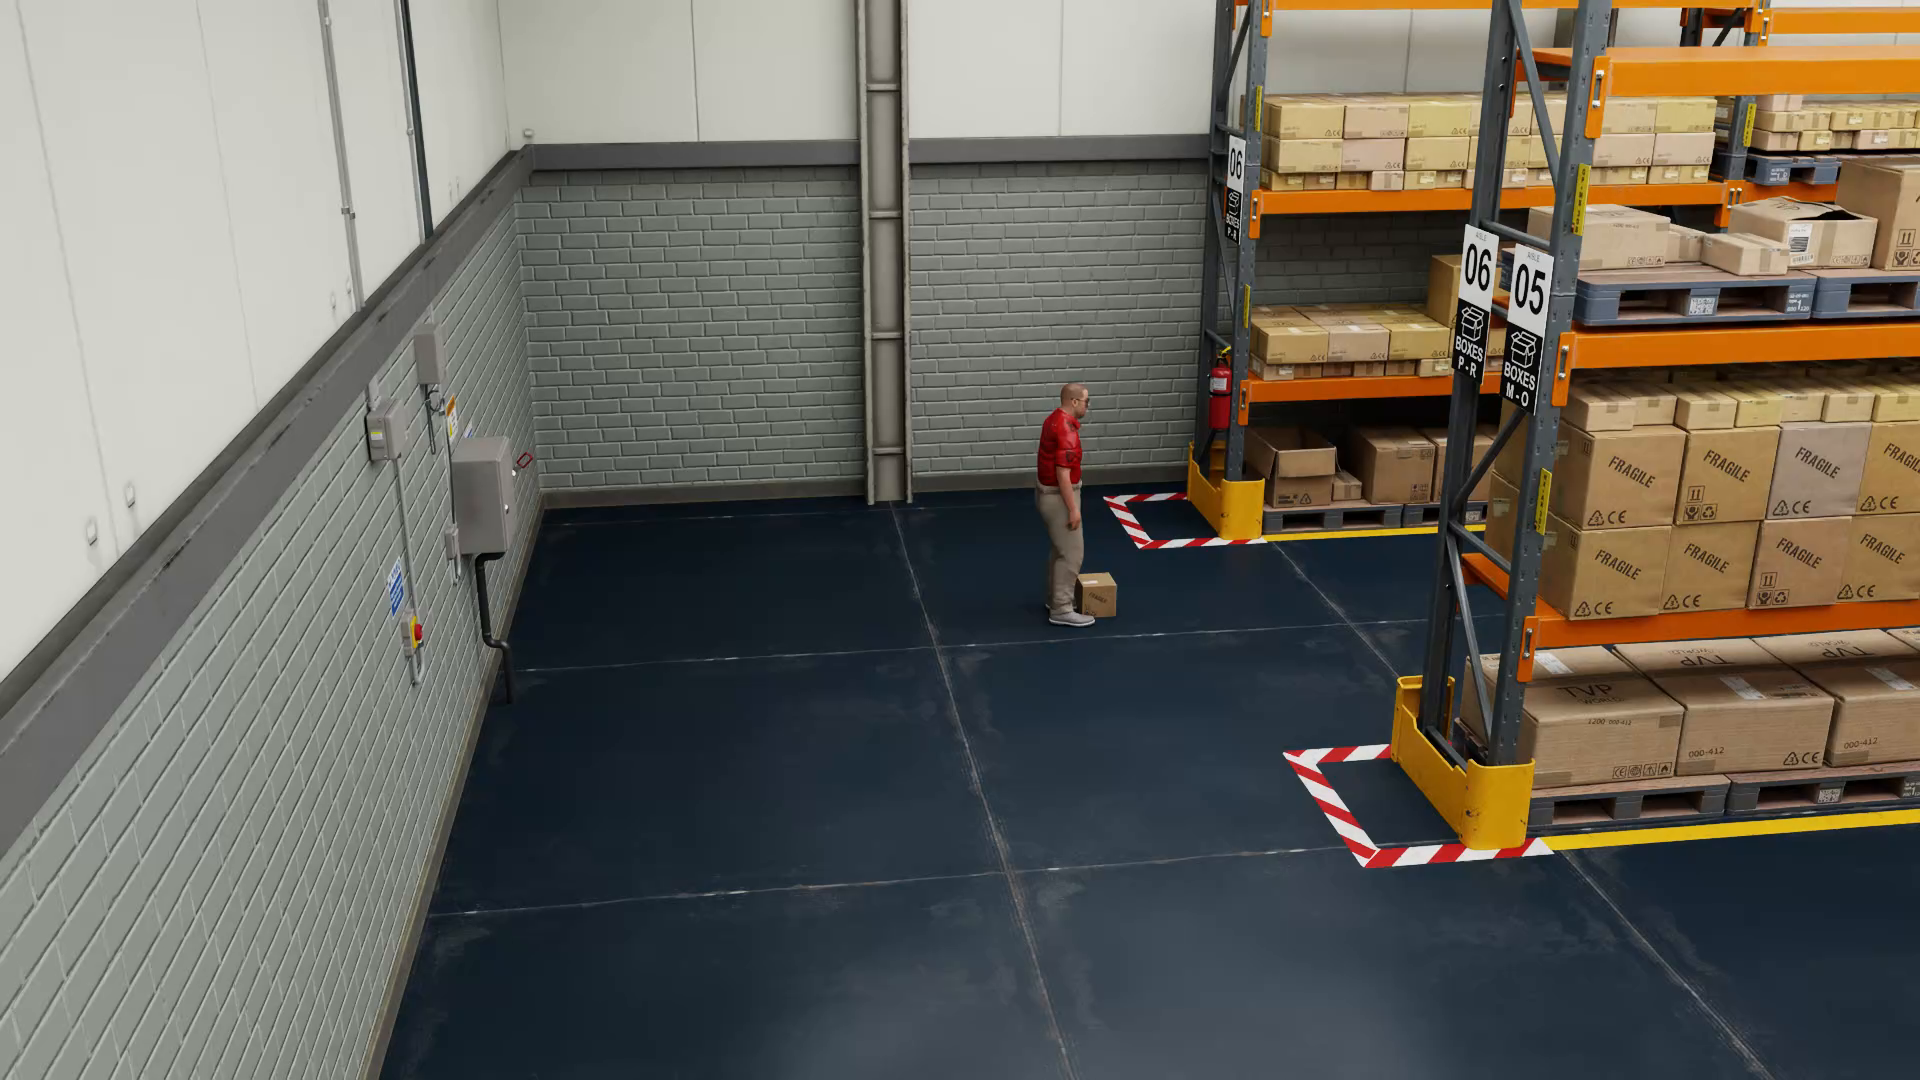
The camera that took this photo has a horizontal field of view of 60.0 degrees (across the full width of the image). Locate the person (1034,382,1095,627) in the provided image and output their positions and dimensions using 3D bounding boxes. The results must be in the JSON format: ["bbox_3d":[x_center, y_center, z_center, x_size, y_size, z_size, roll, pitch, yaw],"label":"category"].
[{"bbox_3d":[0.757,-0.275,11.855,0.428,1.726,0.585,-3,20,-8],"label":"person"}]
